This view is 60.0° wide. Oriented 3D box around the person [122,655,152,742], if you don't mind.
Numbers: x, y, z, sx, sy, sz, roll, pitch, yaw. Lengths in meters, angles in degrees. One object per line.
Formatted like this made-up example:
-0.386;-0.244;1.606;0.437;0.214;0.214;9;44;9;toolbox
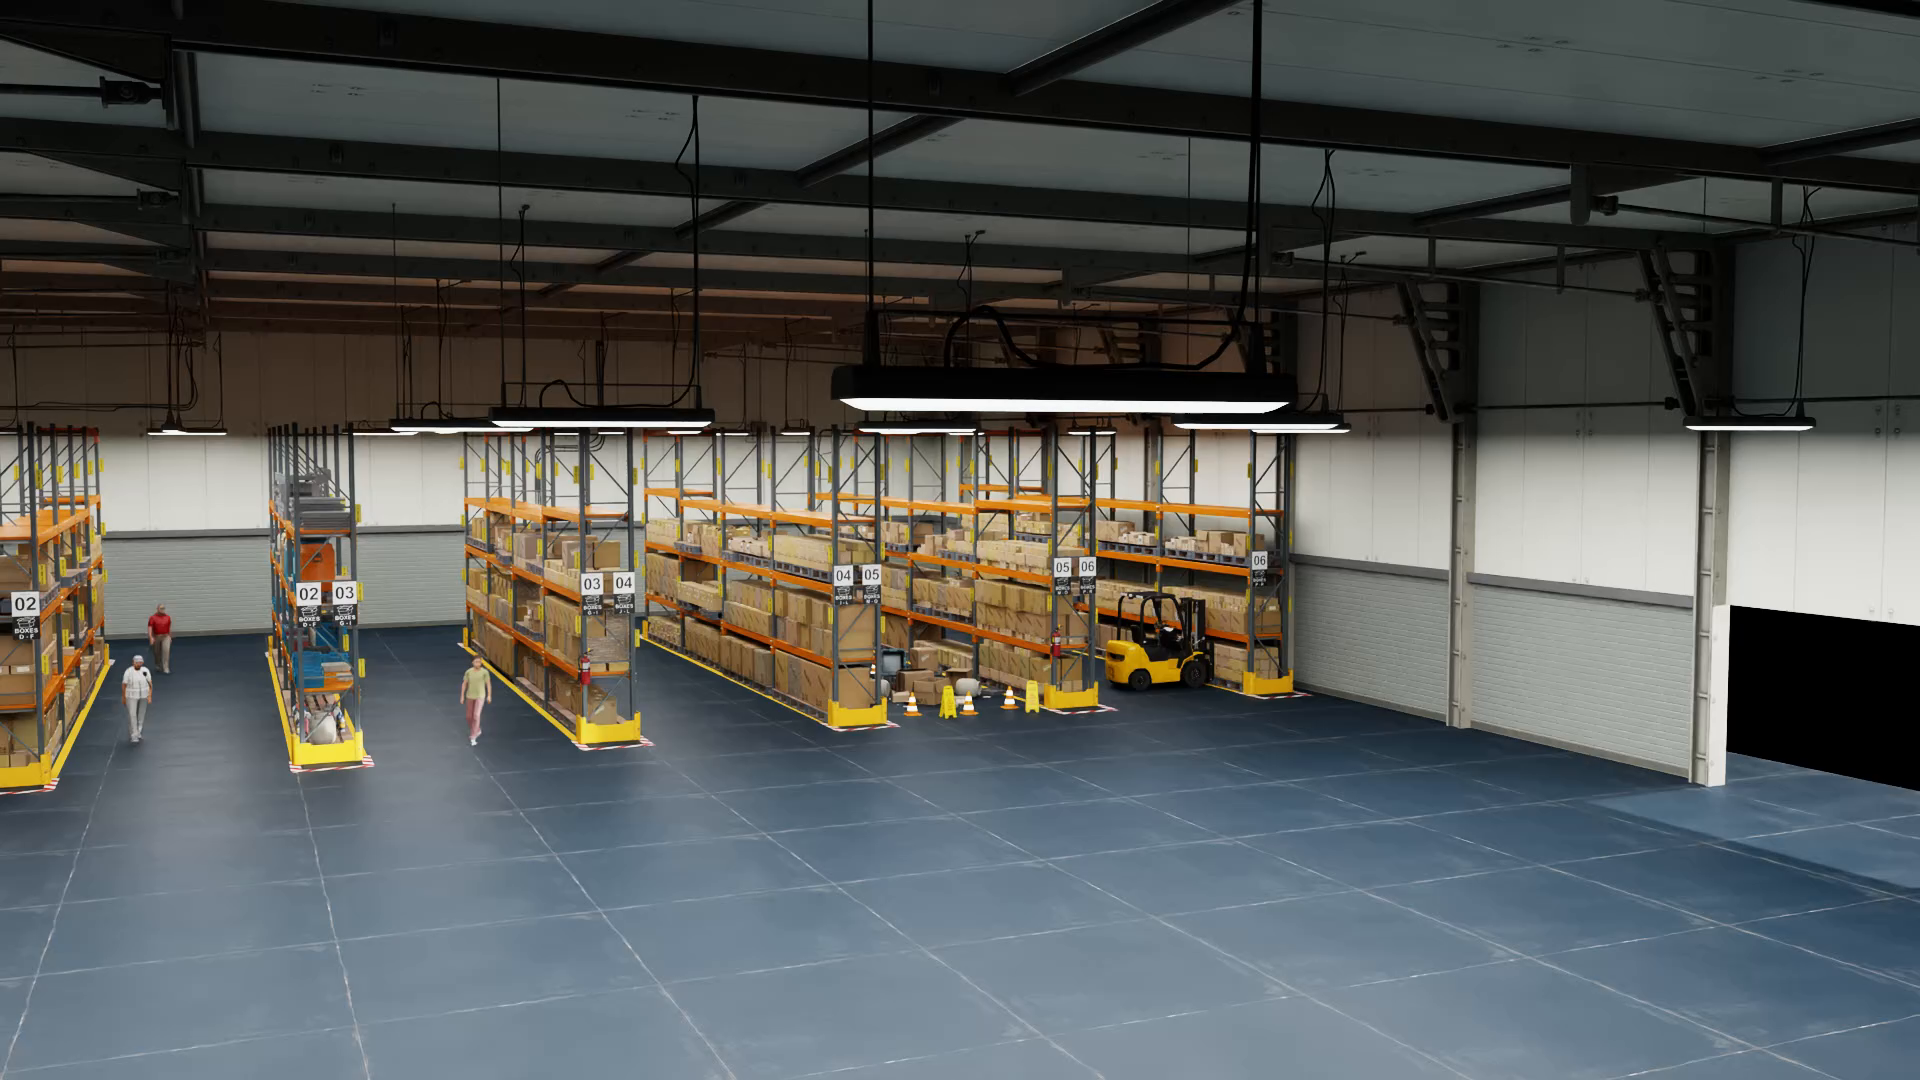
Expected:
-15.514;2.976;31.372;0.964;1.612;0.538;3;5;45;person

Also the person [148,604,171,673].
-19.507;2.402;40.527;0.514;1.664;1.086;-2;4;-27;person

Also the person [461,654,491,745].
-9.136;2.996;31.409;0.520;1.683;0.720;0;3;-4;person
